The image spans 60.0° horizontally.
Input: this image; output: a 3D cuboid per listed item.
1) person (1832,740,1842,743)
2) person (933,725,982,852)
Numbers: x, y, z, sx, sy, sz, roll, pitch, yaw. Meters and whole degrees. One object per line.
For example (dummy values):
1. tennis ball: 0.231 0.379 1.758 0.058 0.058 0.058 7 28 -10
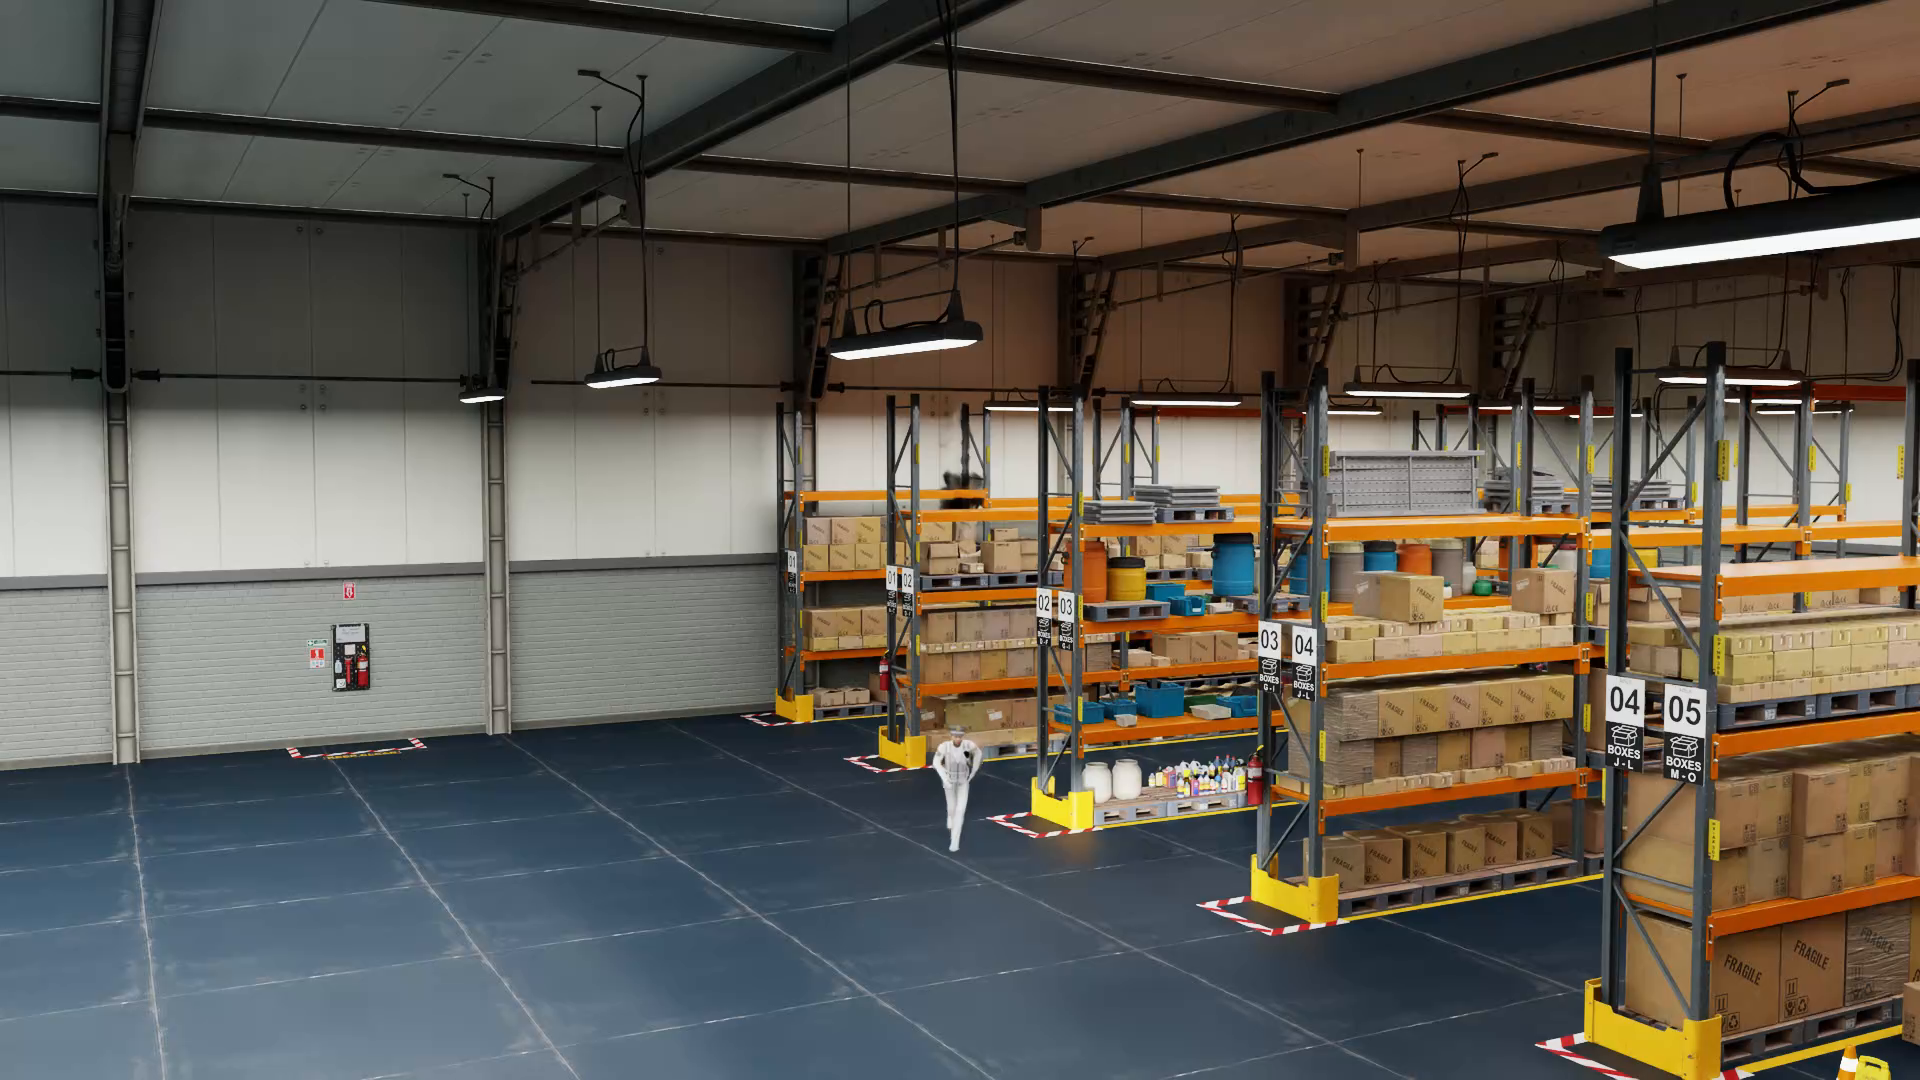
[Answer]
1. person: 10.467 3.160 19.815 0.976 1.824 0.733 -2 4 -29
2. person: -0.044 3.160 21.631 0.641 1.640 0.950 0 3 -7
